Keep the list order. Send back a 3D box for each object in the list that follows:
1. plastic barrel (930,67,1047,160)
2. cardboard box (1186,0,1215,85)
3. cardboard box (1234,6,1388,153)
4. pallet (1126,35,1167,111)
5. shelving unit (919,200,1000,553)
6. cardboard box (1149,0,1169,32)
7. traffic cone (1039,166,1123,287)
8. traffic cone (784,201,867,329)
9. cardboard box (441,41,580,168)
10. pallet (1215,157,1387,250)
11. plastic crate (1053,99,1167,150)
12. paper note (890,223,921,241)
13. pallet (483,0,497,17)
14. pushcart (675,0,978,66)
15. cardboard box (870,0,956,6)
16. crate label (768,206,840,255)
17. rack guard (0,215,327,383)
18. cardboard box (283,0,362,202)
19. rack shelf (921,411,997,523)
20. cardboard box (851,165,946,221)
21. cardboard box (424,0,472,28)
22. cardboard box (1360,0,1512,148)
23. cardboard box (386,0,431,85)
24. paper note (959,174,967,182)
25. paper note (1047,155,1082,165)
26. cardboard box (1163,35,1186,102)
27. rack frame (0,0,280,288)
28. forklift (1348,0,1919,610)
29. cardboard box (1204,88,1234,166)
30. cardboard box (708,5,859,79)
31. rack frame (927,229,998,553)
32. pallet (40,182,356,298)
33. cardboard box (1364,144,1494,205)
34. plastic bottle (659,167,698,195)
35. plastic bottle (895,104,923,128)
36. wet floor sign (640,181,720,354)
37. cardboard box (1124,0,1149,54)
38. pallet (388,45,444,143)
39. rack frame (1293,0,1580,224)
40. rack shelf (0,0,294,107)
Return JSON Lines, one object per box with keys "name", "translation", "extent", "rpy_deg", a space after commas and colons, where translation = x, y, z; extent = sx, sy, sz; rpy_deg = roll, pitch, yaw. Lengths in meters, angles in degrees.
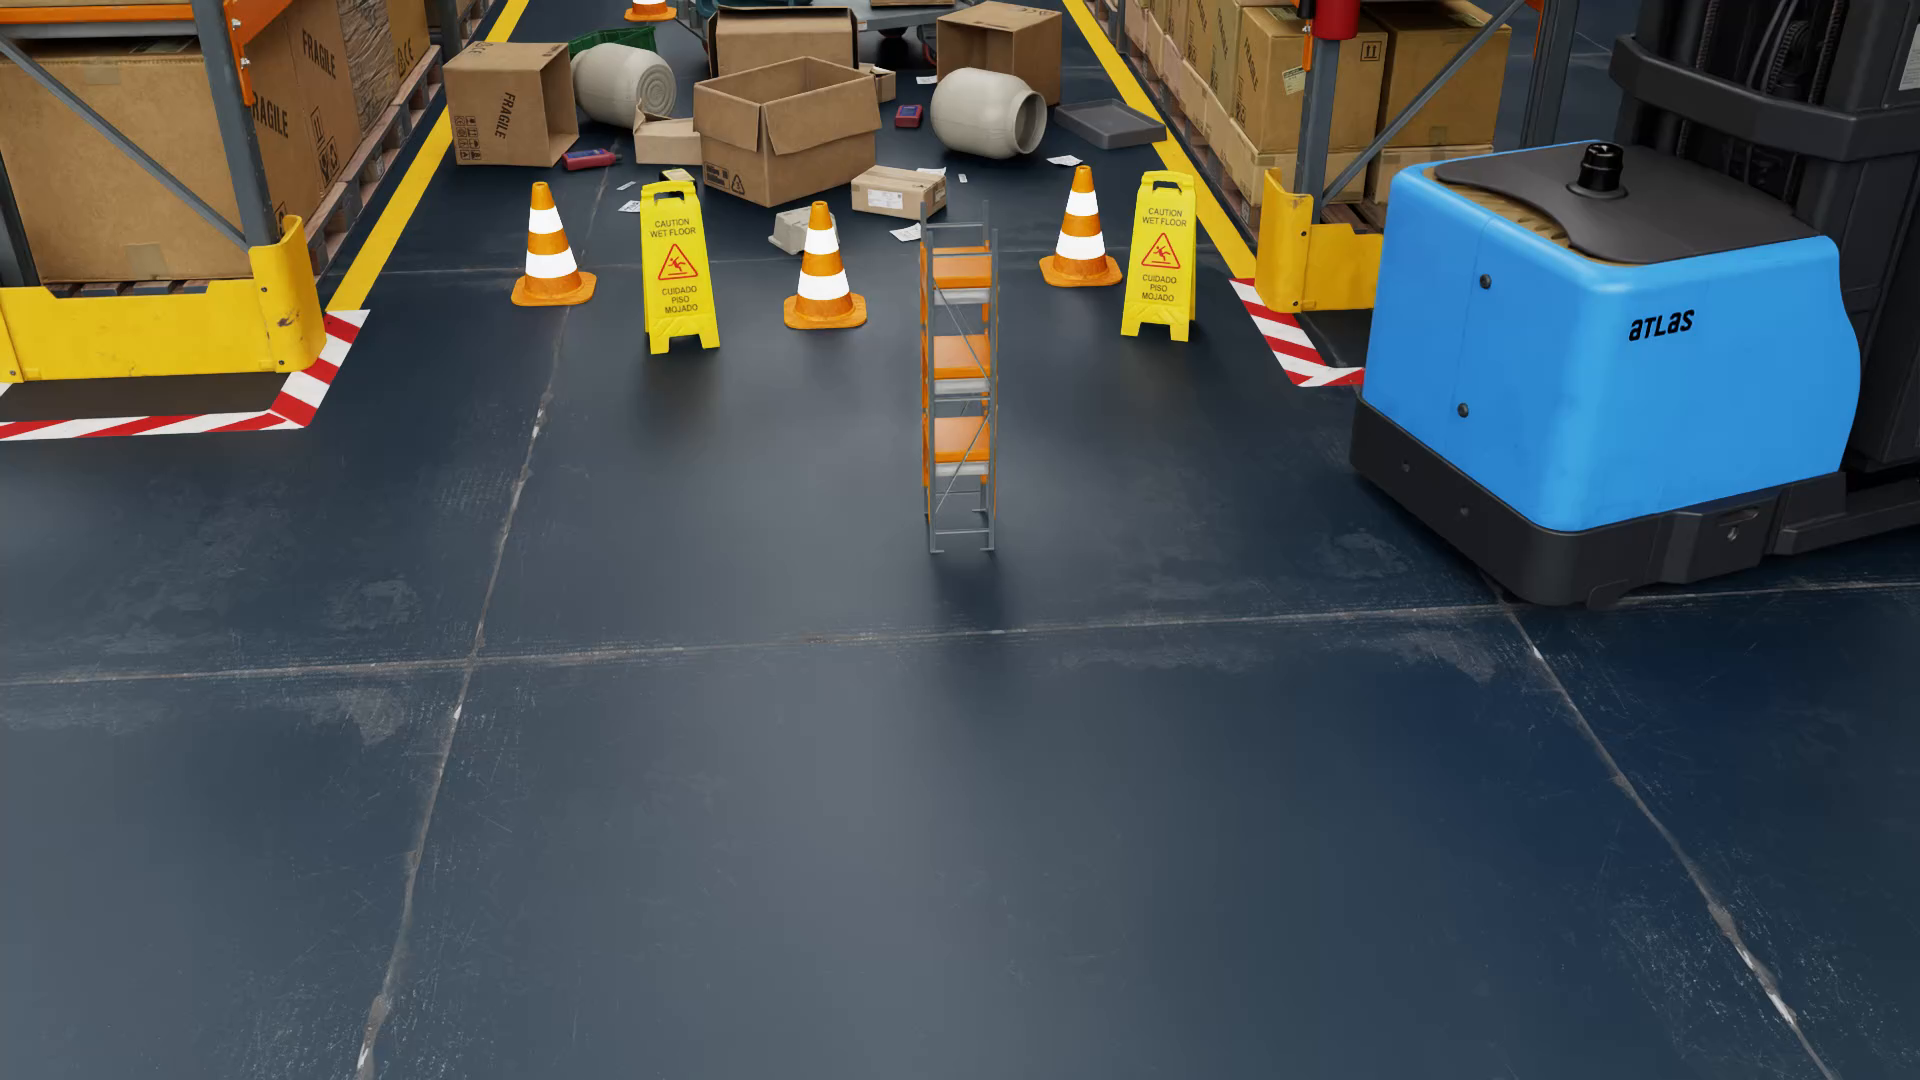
{"name": "plastic barrel", "translation": [0.145, -2.166, 8.464], "extent": [0.512, 0.421, 0.421], "rpy_deg": [20, 36, 29]}
{"name": "cardboard box", "translation": [1.418, -2.533, 8.106], "extent": [0.500, 0.500, 0.500], "rpy_deg": [-3, 31, -6]}
{"name": "cardboard box", "translation": [1.511, -2.009, 7.228], "extent": [0.500, 0.500, 0.500], "rpy_deg": [-3, 31, -4]}
{"name": "pallet", "translation": [1.569, -2.794, 9.722], "extent": [1.003, 0.211, 1.213], "rpy_deg": [-3, 31, -5]}
{"name": "shelving unit", "translation": [-0.005, -0.478, 5.027], "extent": [0.215, 1.050, 0.252], "rpy_deg": [-3, 31, -5]}
{"name": "cardboard box", "translation": [1.320, -3.067, 9.001], "extent": [0.500, 0.500, 0.500], "rpy_deg": [-2, 31, -3]}
{"name": "traffic cone", "translation": [0.521, -1.359, 7.074], "extent": [0.336, 0.463, 0.334], "rpy_deg": [-3, 31, -5]}
{"name": "traffic cone", "translation": [-0.553, -1.132, 6.694], "extent": [0.336, 0.463, 0.334], "rpy_deg": [-3, 31, -5]}
{"name": "cardboard box", "translation": [-2.281, -2.228, 8.491], "extent": [0.500, 0.500, 0.500], "rpy_deg": [2, 31, 4]}
{"name": "pallet", "translation": [1.797, -1.549, 7.637], "extent": [1.003, 0.211, 1.213], "rpy_deg": [-3, 31, -5]}
{"name": "plastic crate", "translation": [0.802, -2.238, 8.919], "extent": [0.402, 0.080, 0.583], "rpy_deg": [-14, 33, -22]}
{"name": "paper note", "translation": [-0.225, -1.403, 7.569], "extent": [0.148, 0.019, 0.142], "rpy_deg": [-14, 33, -22]}
{"name": "pallet", "translation": [-3.712, -3.861, 11.509], "extent": [1.003, 0.211, 1.213], "rpy_deg": [-3, 31, -5]}
{"name": "pushcart", "translation": [-0.794, -3.072, 10.025], "extent": [1.648, 0.377, 0.936], "rpy_deg": [-14, 33, -22]}
{"name": "cardboard box", "translation": [-0.298, -3.484, 9.857], "extent": [0.500, 0.500, 0.500], "rpy_deg": [-3, 31, -5]}
{"name": "crate label", "translation": [-0.688, -1.391, 7.445], "extent": [0.250, 0.136, 0.298], "rpy_deg": [-20, 36, -30]}
{"name": "rack guard", "translation": [-3.071, -0.916, 6.296], "extent": [1.175, 0.500, 0.348], "rpy_deg": [-3, 31, -5]}
{"name": "cardboard box", "translation": [-3.287, -2.062, 7.439], "extent": [0.875, 0.875, 0.875], "rpy_deg": [-3, 31, -5]}
{"name": "rack shelf", "translation": [-0.005, -0.230, 5.174], "extent": [0.215, 0.259, 0.240], "rpy_deg": [-3, 31, -5]}
{"name": "cardboard box", "translation": [-0.288, -1.639, 7.848], "extent": [0.380, 0.149, 0.250], "rpy_deg": [13, 33, 21]}
{"name": "cardboard box", "translation": [-3.595, -3.571, 10.088], "extent": [1.050, 0.750, 0.750], "rpy_deg": [-3, 31, -5]}
{"name": "cardboard box", "translation": [2.042, -2.049, 7.296], "extent": [0.500, 0.500, 0.500], "rpy_deg": [-4, 31, -6]}
{"name": "cardboard box", "translation": [-3.458, -2.988, 8.989], "extent": [0.875, 0.875, 0.875], "rpy_deg": [-2, 31, -4]}
{"name": "paper note", "translation": [0.014, -1.794, 8.244], "extent": [0.032, 0.001, 0.123], "rpy_deg": [-3, 31, -5]}
{"name": "paper note", "translation": [0.537, -1.937, 8.463], "extent": [0.142, 0.019, 0.148], "rpy_deg": [-14, 33, -22]}
{"name": "cardboard box", "translation": [1.371, -2.476, 8.741], "extent": [0.500, 0.250, 0.500], "rpy_deg": [-3, 31, -5]}
{"name": "rack frame", "translation": [-3.074, -2.002, 5.676], "extent": [1.000, 3.000, 0.127], "rpy_deg": [-3, 31, -5]}
{"name": "forklift", "translation": [2.866, -1.526, 4.947], "extent": [3.031, 2.935, 1.130], "rpy_deg": [-12, 33, -19]}
{"name": "cardboard box", "translation": [1.461, -1.955, 7.870], "extent": [0.500, 0.250, 0.500], "rpy_deg": [-3, 31, -4]}
{"name": "cardboard box", "translation": [-0.935, -2.529, 8.862], "extent": [0.797, 0.637, 0.503], "rpy_deg": [-3, 31, -5]}
{"name": "rack frame", "translation": [0.006, -0.416, 4.922], "extent": [0.200, 1.050, 0.008], "rpy_deg": [-3, 31, -5]}
{"name": "pallet", "translation": [-3.226, -1.209, 7.068], "extent": [1.003, 0.211, 1.213], "rpy_deg": [-3, 31, -5]}
{"name": "cardboard box", "translation": [2.045, -1.715, 7.469], "extent": [0.500, 0.250, 0.500], "rpy_deg": [-3, 31, -5]}
{"name": "plastic bottle", "translation": [-1.392, -1.766, 8.147], "extent": [0.133, 0.061, 0.283], "rpy_deg": [-14, 33, -22]}
{"name": "plastic bottle", "translation": [-0.275, -2.322, 9.078], "extent": [0.133, 0.061, 0.283], "rpy_deg": [2, 31, 4]}
{"name": "wet floor sign", "translation": [-1.100, -1.071, 6.414], "extent": [0.267, 0.644, 0.232], "rpy_deg": [-8, 32, -13]}
{"name": "cardboard box", "translation": [1.258, -3.018, 9.650], "extent": [0.500, 0.250, 0.500], "rpy_deg": [-4, 31, -7]}
{"name": "pallet", "translation": [-3.454, -2.455, 9.154], "extent": [1.003, 0.211, 1.213], "rpy_deg": [-3, 31, -5]}
{"name": "rack frame", "translation": [1.845, -2.290, 6.159], "extent": [1.000, 3.000, 0.127], "rpy_deg": [-3, 31, -5]}
{"name": "rack shelf", "translation": [-3.261, -2.714, 7.570], "extent": [1.077, 0.370, 4.000], "rpy_deg": [-3, 31, -5]}
